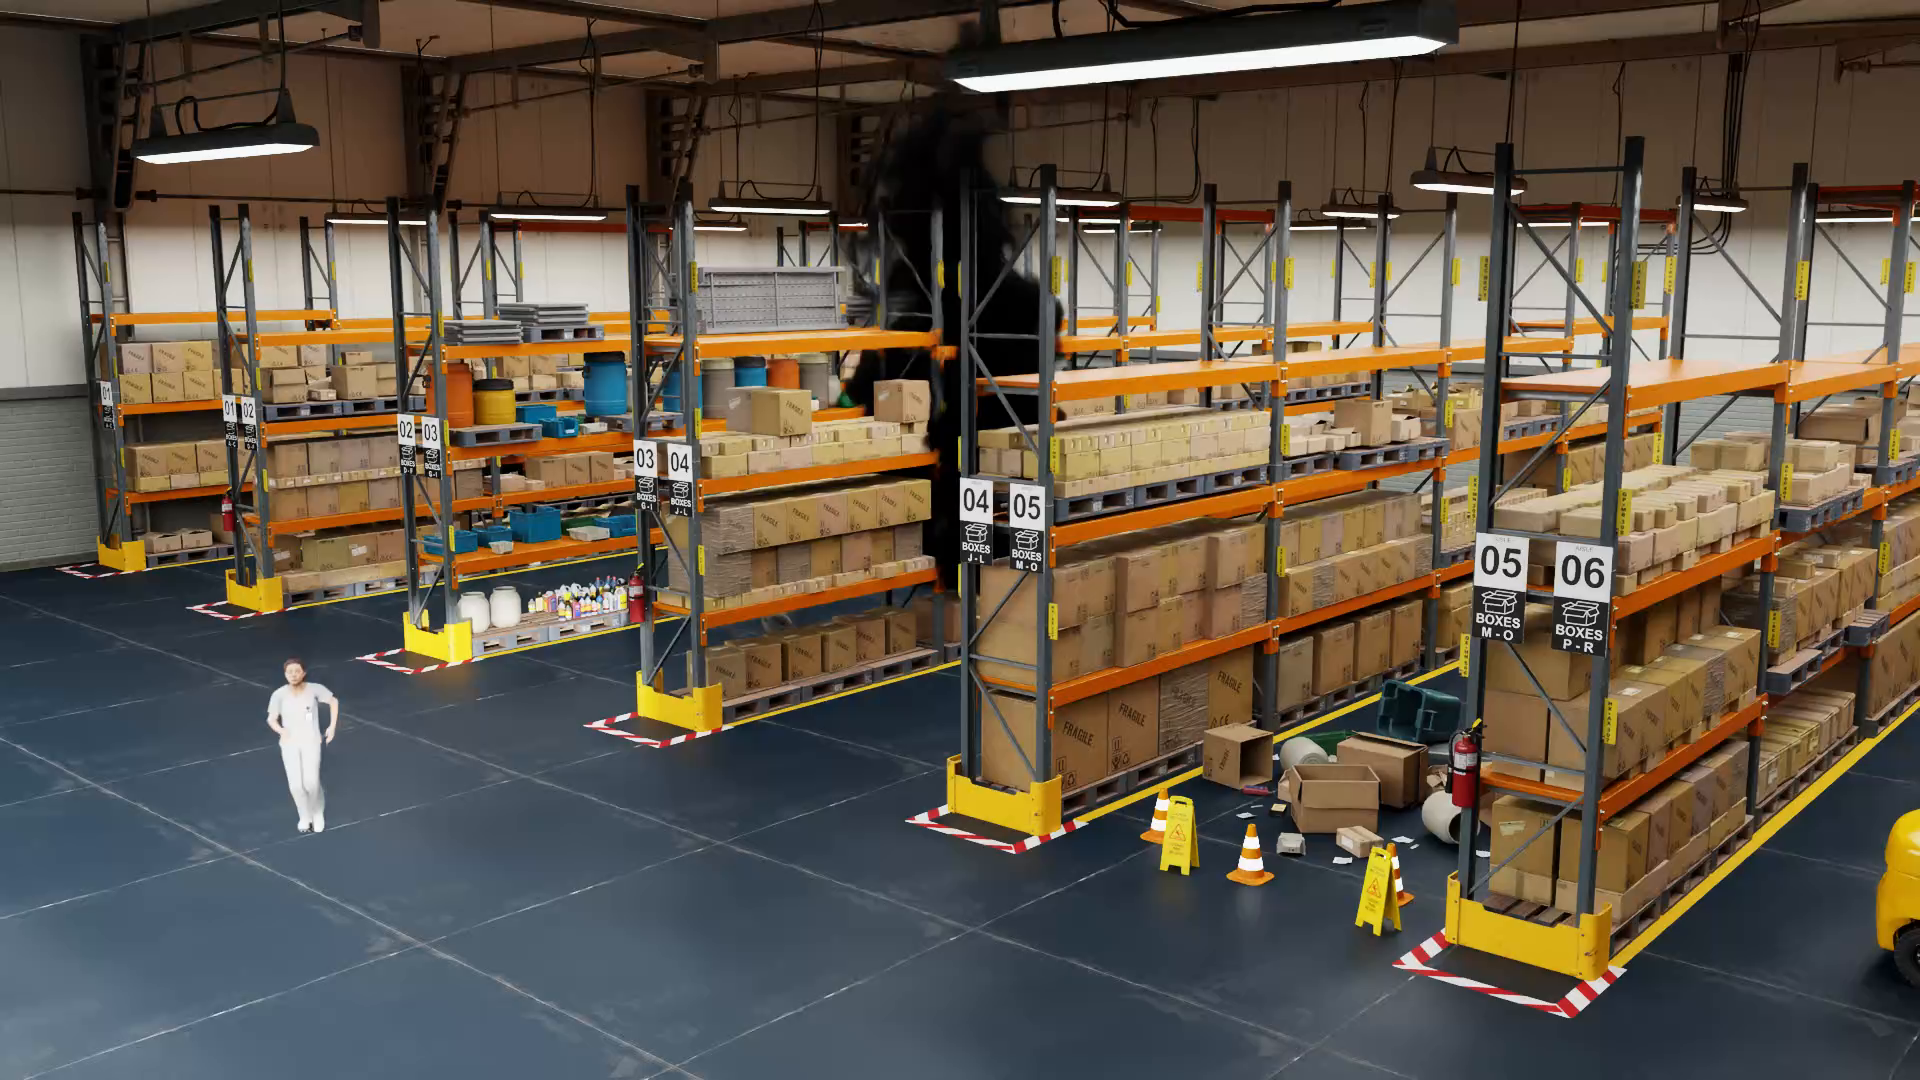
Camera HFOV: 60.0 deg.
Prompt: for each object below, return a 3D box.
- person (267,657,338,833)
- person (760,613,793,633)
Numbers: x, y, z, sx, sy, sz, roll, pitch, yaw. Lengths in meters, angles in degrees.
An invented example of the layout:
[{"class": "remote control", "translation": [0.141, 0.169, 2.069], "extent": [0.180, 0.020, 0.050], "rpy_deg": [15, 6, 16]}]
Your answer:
[{"class": "person", "translation": [-5.941, 1.875, 15.055], "extent": [0.581, 1.646, 0.645], "rpy_deg": [-2, 10, -15]}, {"class": "person", "translation": [-2.546, 0.603, 22.431], "extent": [0.679, 1.721, 0.576], "rpy_deg": [6, 11, 32]}]
